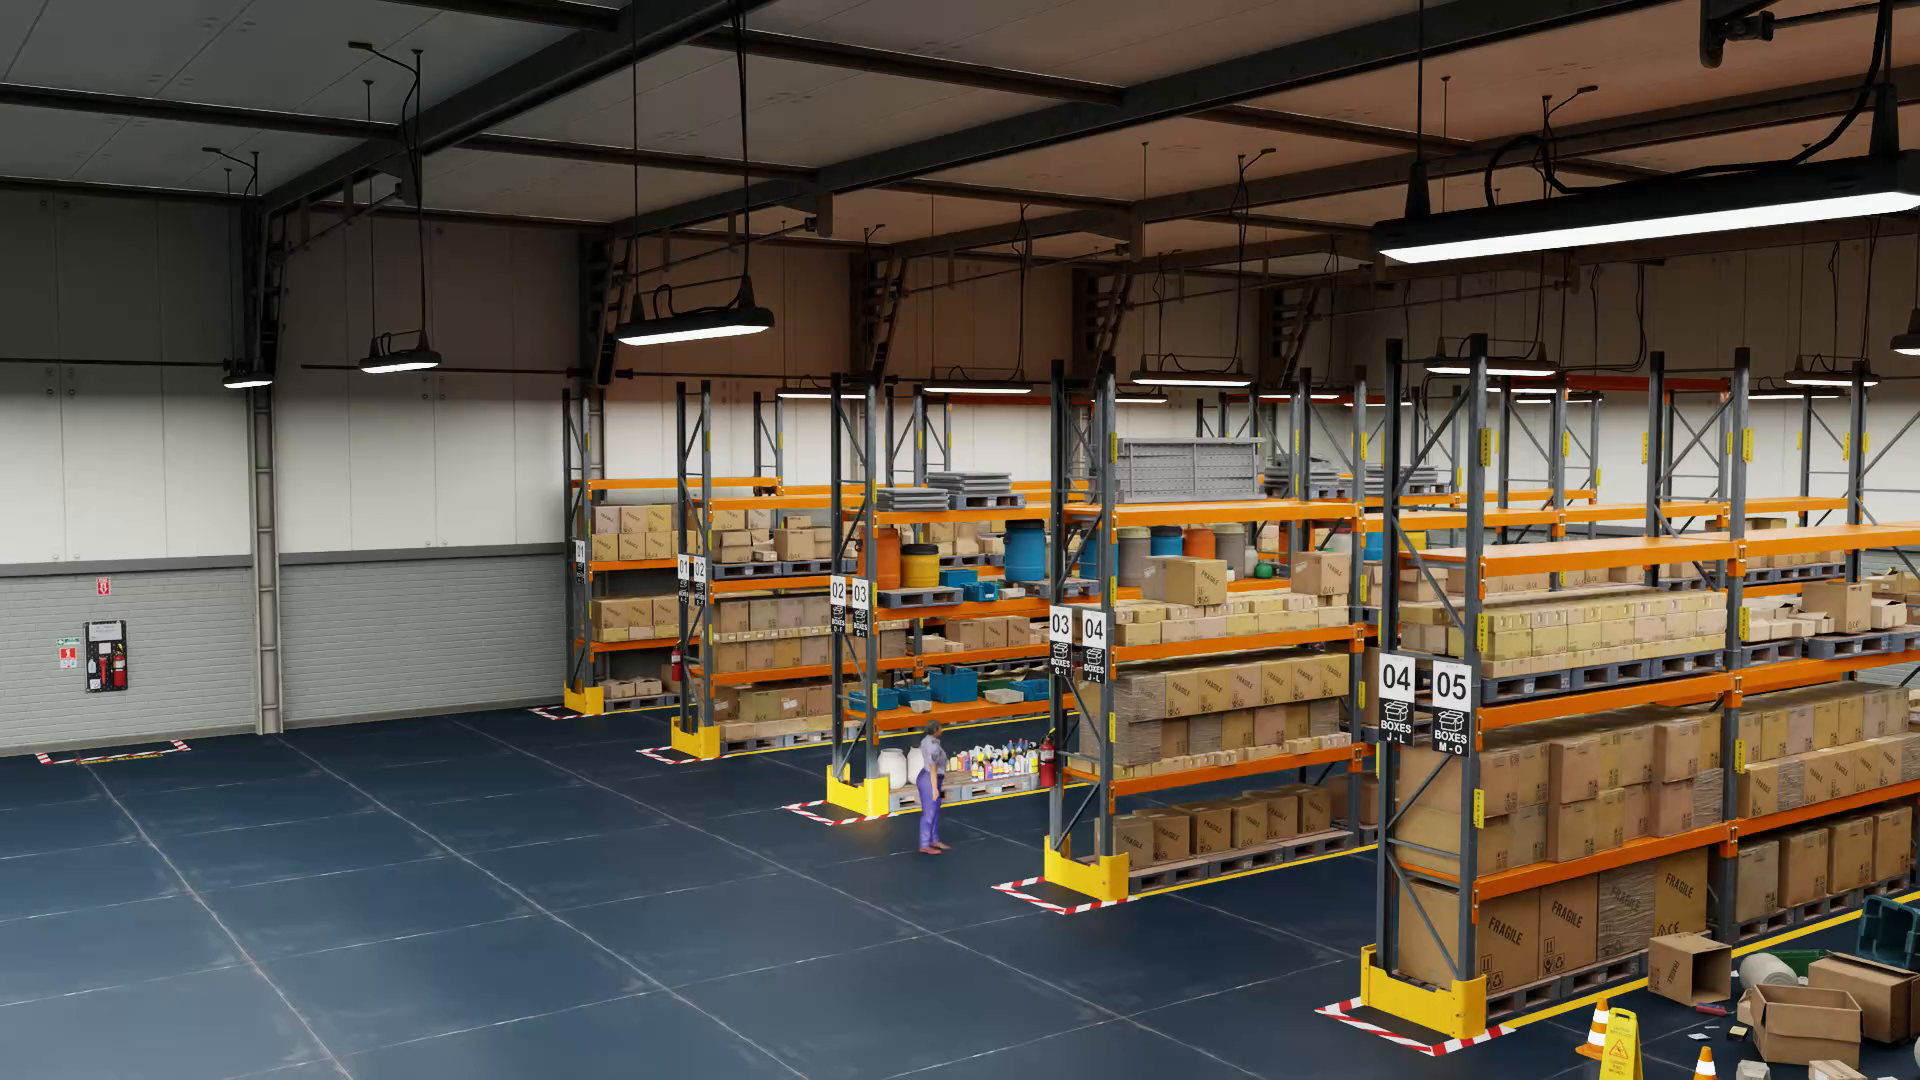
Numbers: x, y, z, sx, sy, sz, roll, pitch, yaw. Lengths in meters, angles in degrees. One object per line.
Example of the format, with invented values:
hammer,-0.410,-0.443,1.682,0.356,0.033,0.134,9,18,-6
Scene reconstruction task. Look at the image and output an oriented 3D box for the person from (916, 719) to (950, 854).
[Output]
person,-0.310,3.027,20.495,0.417,1.663,0.497,-1,4,-8
